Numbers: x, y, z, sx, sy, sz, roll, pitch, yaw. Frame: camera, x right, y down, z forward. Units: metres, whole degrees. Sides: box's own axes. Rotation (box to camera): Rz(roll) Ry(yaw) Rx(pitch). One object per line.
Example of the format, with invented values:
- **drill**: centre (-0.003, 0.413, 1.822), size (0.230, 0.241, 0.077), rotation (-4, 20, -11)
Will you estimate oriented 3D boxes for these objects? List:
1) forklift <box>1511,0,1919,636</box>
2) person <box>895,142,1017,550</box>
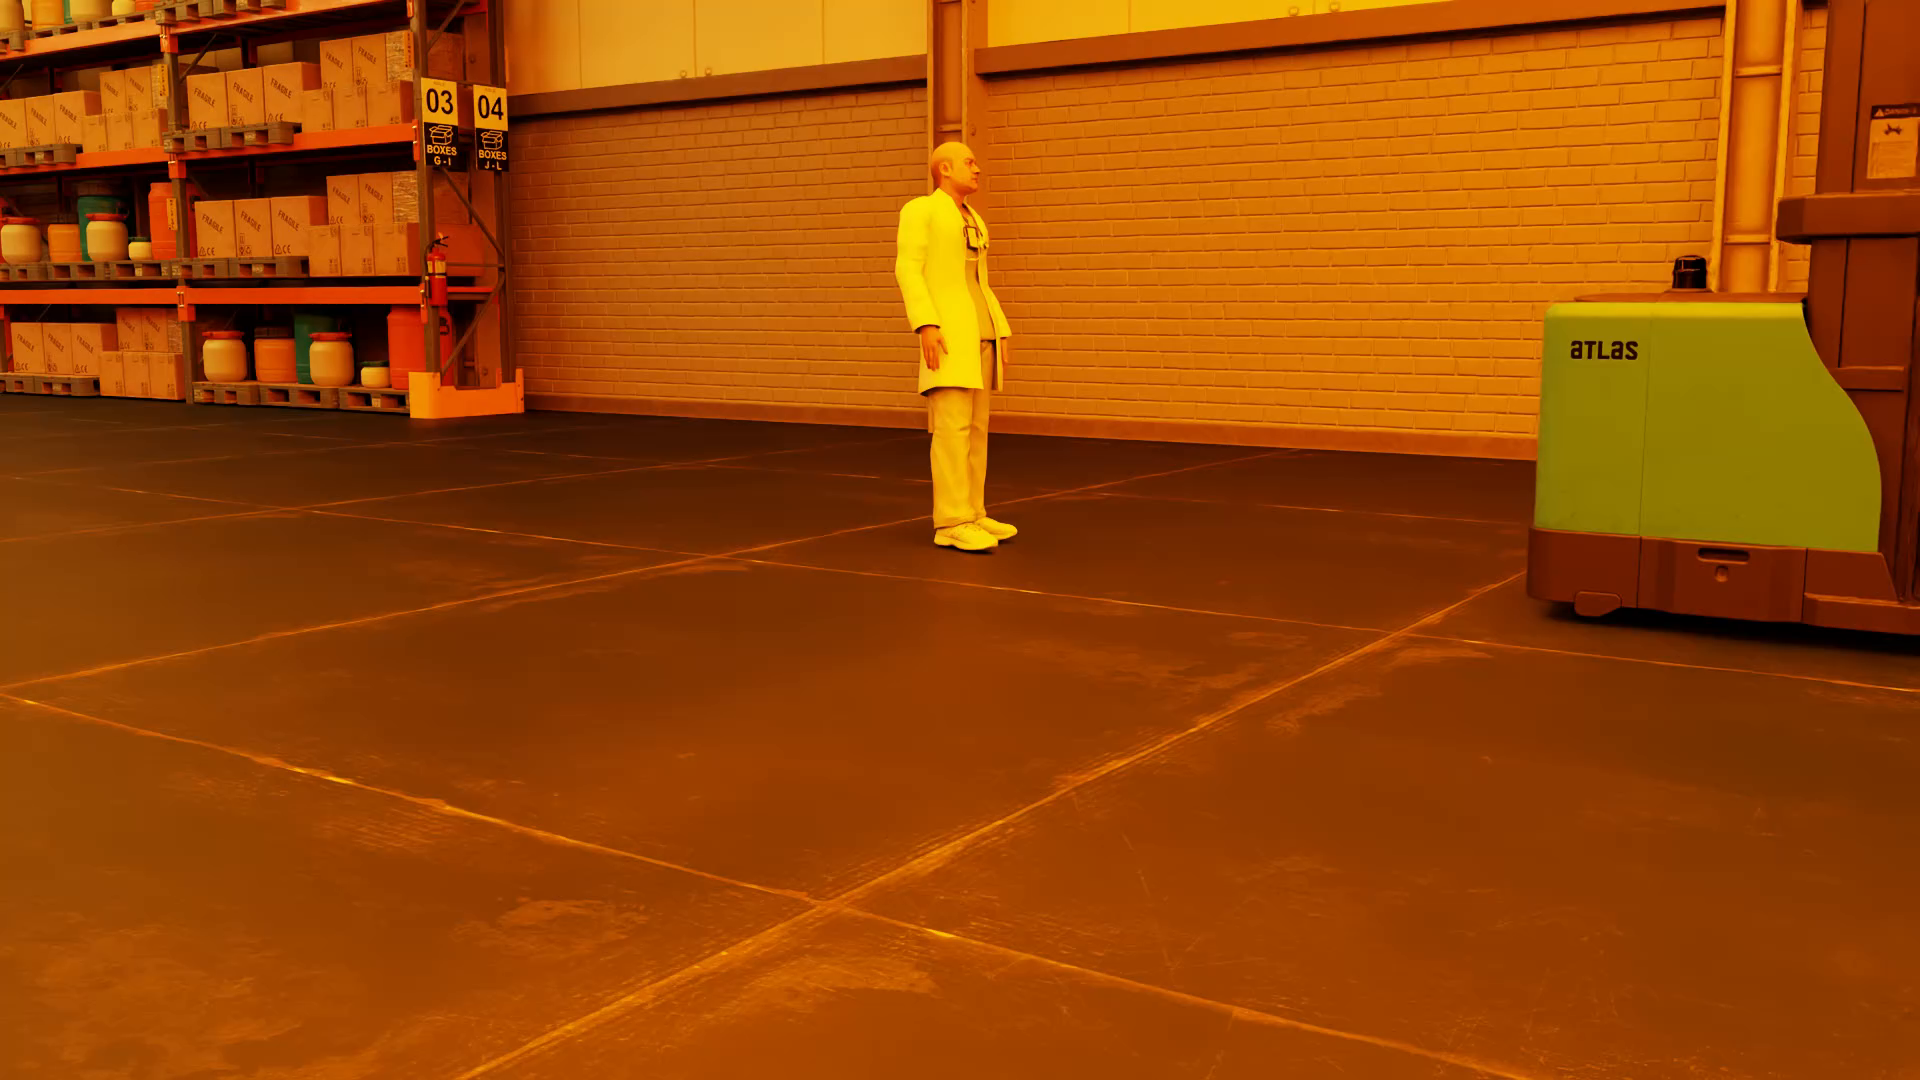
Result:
- **forklift**: centre (3.434, -1.134, 5.164), size (3.031, 2.935, 1.130), rotation (5, 10, 32)
- **person**: centre (0.072, -0.879, 7.424), size (0.581, 1.775, 0.696), rotation (5, 10, 34)
